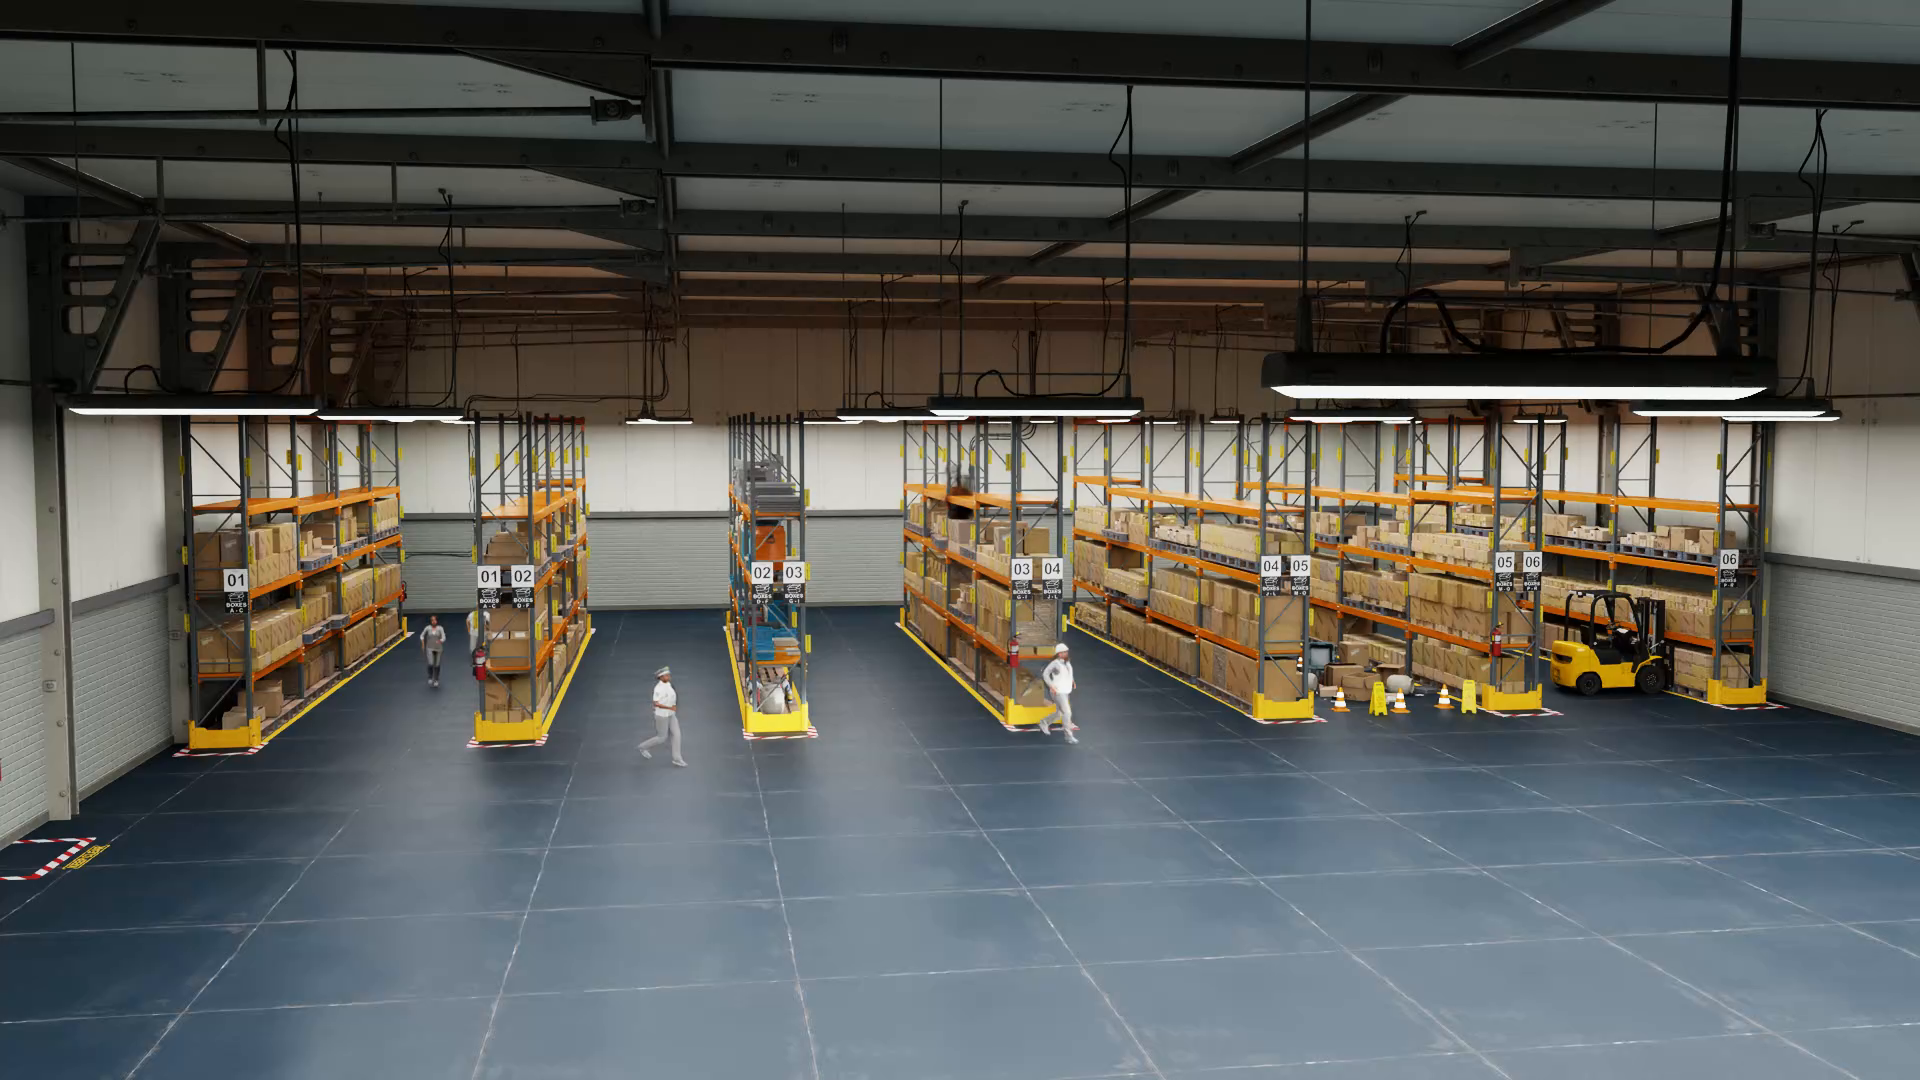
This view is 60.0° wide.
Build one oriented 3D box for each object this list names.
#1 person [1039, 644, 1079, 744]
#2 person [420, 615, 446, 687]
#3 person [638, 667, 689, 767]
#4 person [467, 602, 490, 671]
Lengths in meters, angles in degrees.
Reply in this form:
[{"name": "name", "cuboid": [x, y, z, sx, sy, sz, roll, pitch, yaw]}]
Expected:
[{"name": "person", "cuboid": [1.816, 2.783, 30.364, 0.904, 1.790, 0.677, 2, 5, 32]}, {"name": "person", "cuboid": [-11.556, 2.548, 36.510, 0.514, 1.352, 0.571, -2, 4, -23]}, {"name": "person", "cuboid": [-5.009, 2.983, 28.115, 0.901, 1.691, 0.592, 1, 4, 18]}, {"name": "person", "cuboid": [-11.221, 2.258, 38.863, 0.663, 1.664, 0.593, 0, 4, -5]}]
